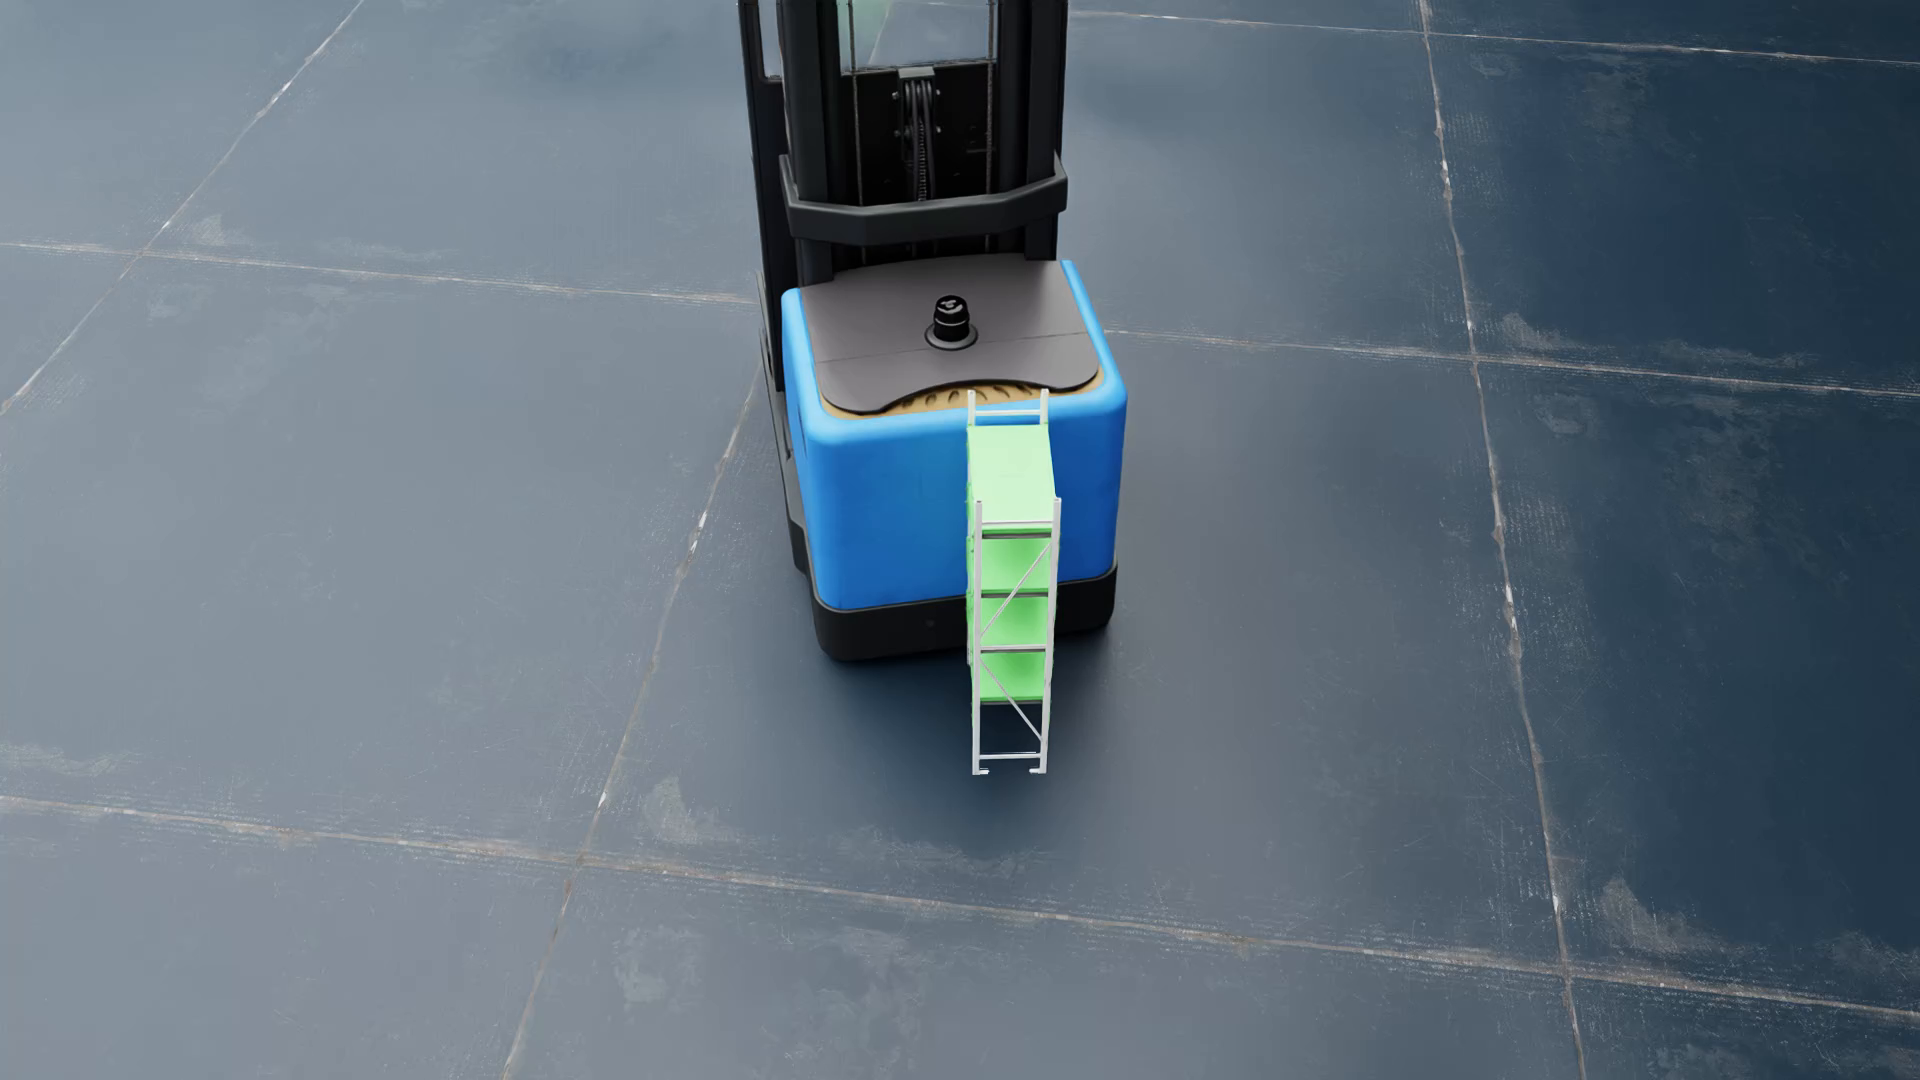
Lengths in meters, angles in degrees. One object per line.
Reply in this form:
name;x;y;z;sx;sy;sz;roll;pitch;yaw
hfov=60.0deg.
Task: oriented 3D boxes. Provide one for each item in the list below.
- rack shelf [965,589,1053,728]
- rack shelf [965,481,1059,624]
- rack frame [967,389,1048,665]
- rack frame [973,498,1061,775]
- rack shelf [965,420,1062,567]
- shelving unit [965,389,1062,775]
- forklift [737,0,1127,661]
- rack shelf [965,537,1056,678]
rack shelf;0.153;0.379;5.419;0.258;0.148;0.480;-1;43;-1
rack shelf;0.153;0.030;5.089;0.258;0.148;0.480;-1;43;-1
rack frame;0.145;-0.010;5.387;0.240;1.200;0.015;-1;43;-1
rack frame;0.162;0.326;5.033;0.240;1.200;0.015;-1;43;-1
rack shelf;0.153;-0.144;4.924;0.258;0.148;0.480;-1;43;-1
shelving unit;0.153;0.158;5.210;0.258;1.200;0.503;-1;43;-1
forklift;-0.229;-1.674;5.886;1.130;2.935;3.031;-7;44;-8
rack shelf;0.153;0.205;5.254;0.258;0.148;0.480;-1;43;-1
